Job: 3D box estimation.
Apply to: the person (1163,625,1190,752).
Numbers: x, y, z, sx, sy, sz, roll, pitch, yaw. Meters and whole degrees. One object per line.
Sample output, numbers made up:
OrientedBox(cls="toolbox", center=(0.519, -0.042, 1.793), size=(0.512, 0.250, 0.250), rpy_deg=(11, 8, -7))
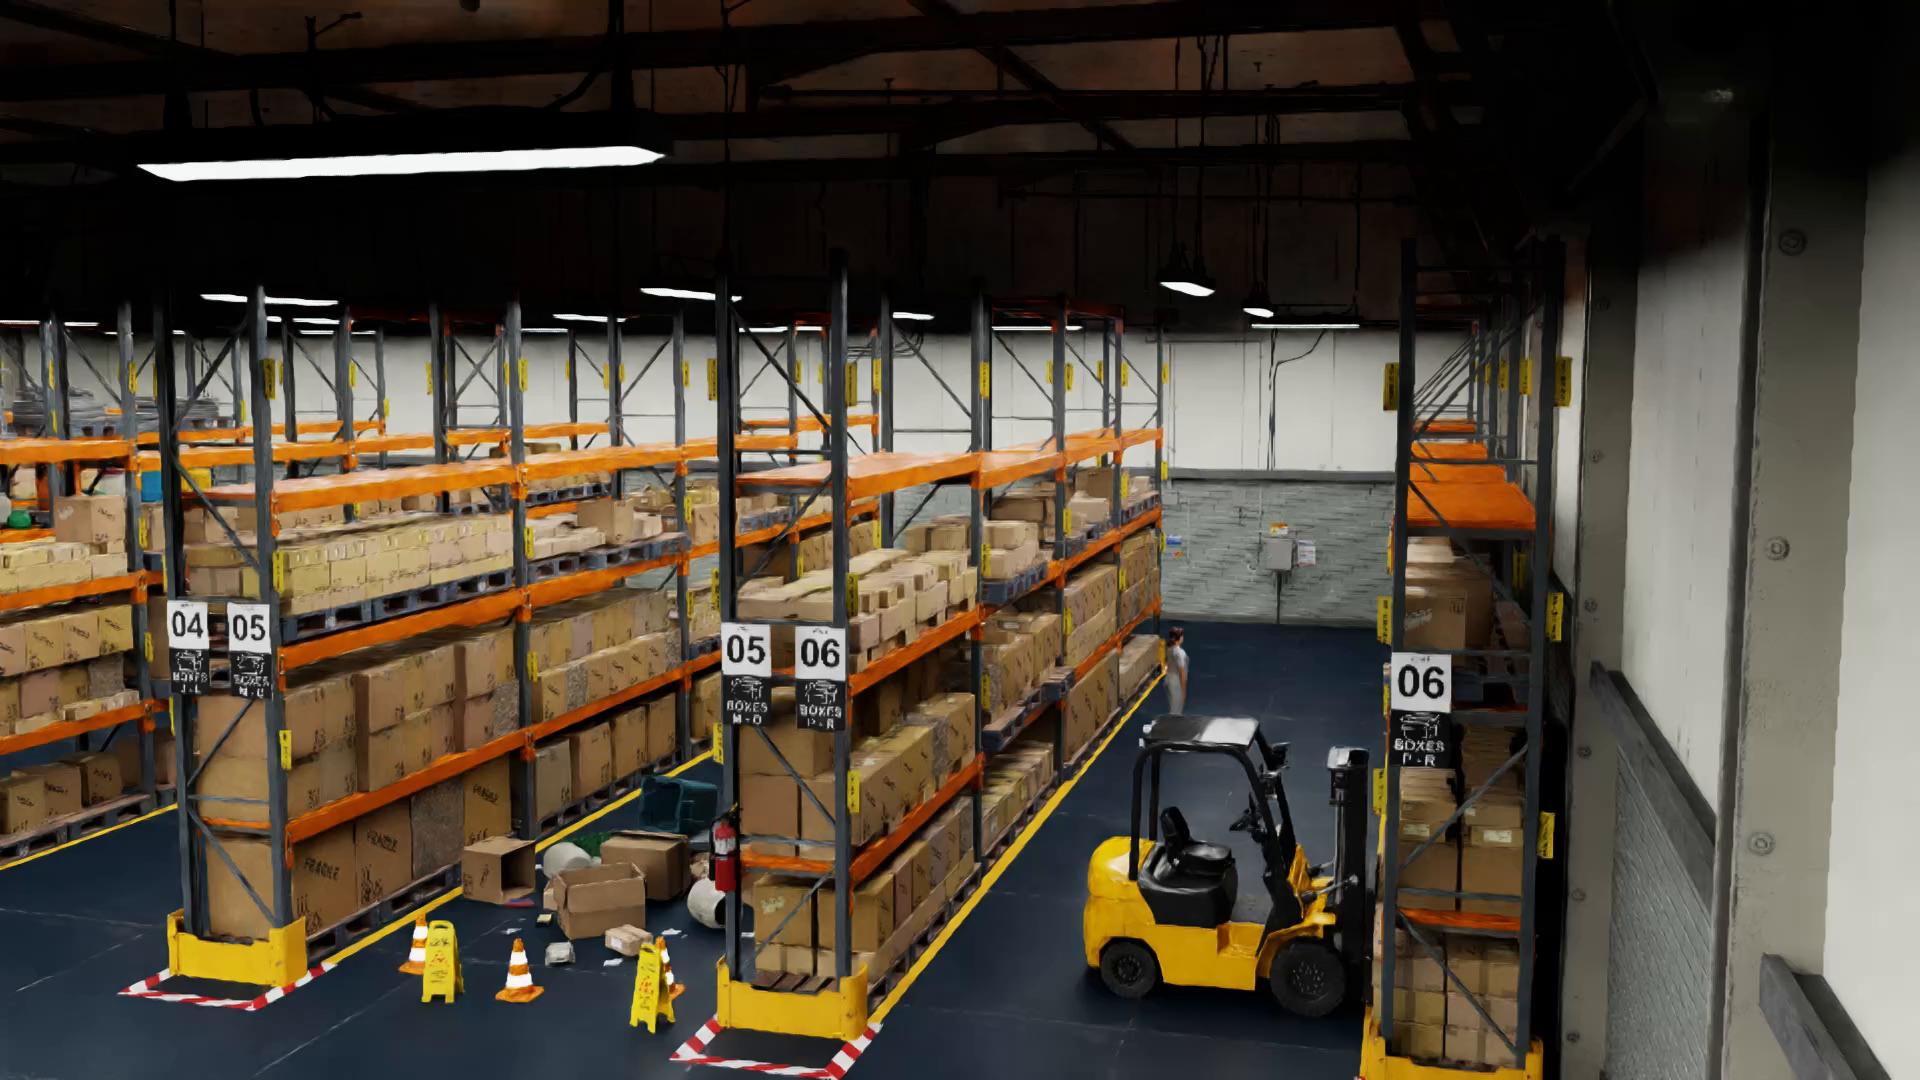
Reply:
OrientedBox(cls="person", center=(2.927, 1.972, 22.232), size=(0.440, 1.675, 0.496), rpy_deg=(-2, 6, -16))
